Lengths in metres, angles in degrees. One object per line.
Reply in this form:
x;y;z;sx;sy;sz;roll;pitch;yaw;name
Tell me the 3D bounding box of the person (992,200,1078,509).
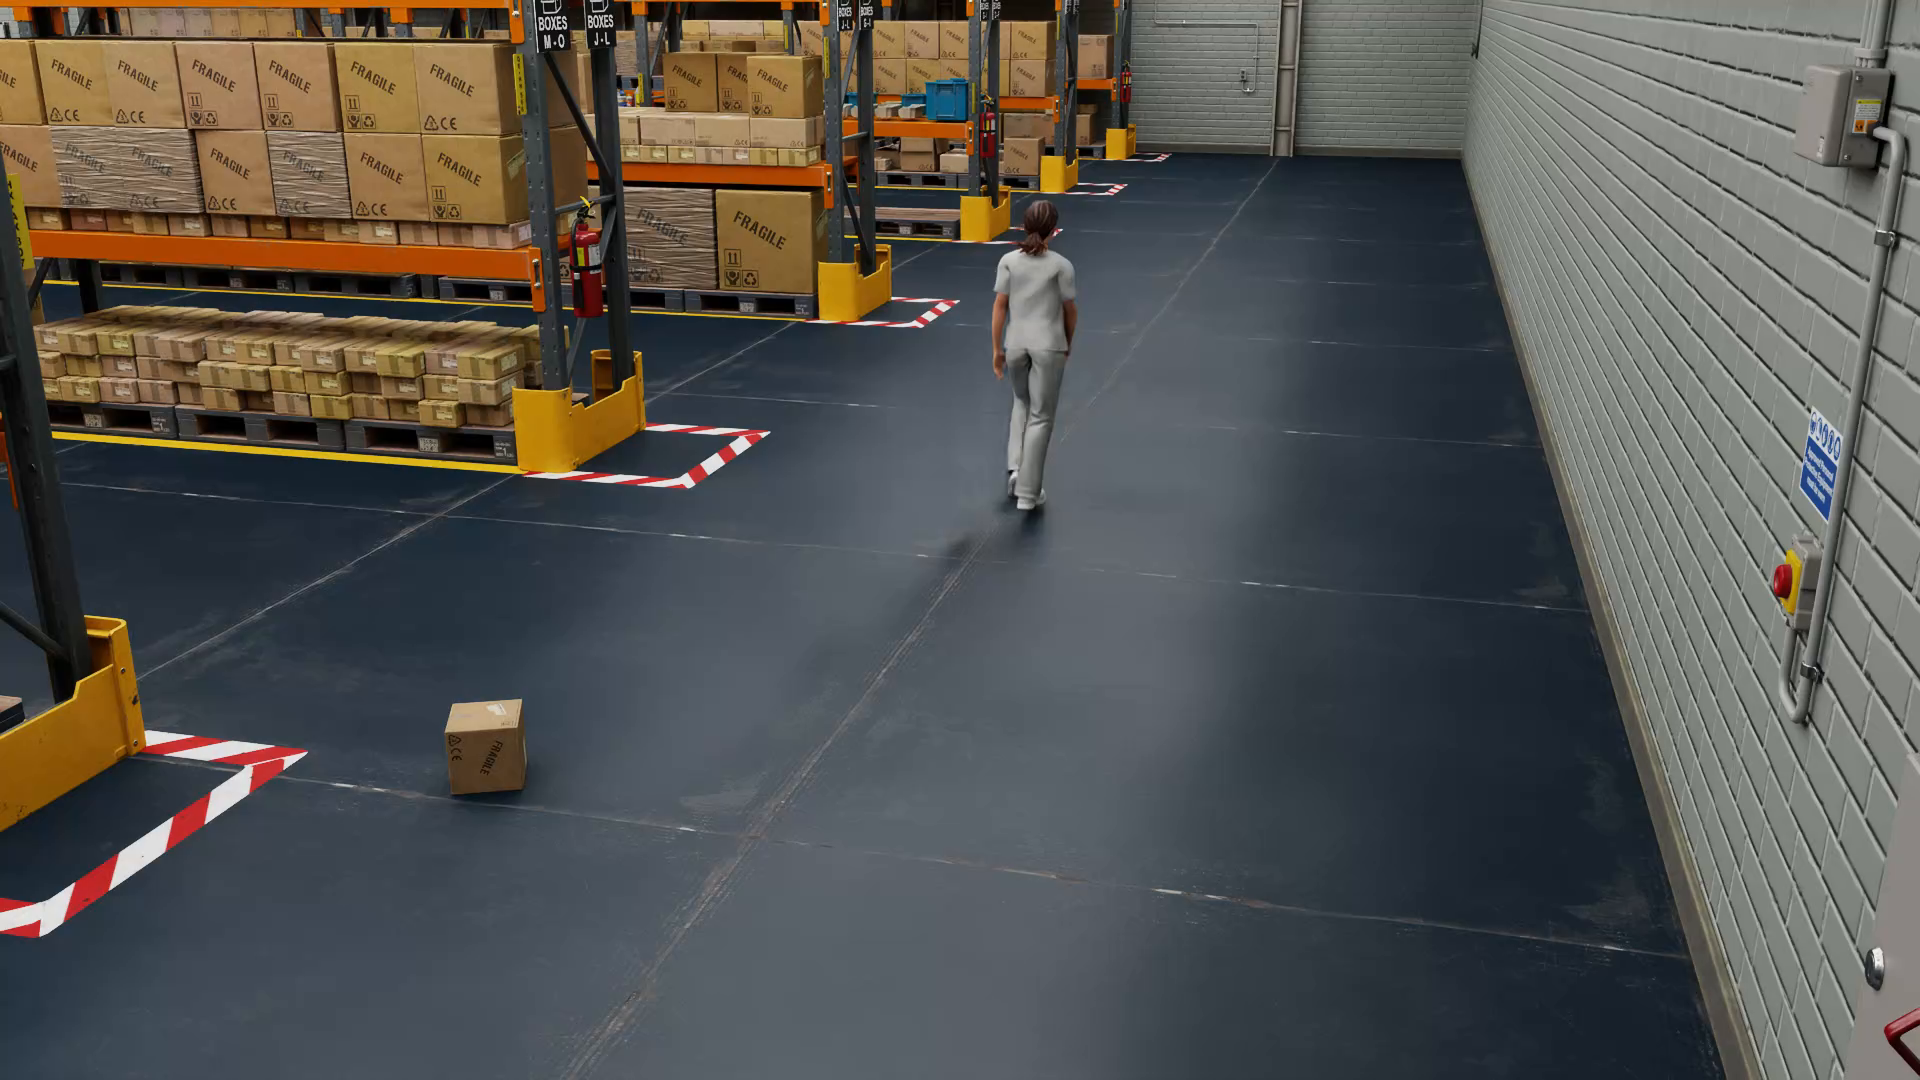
0.411;-0.986;9.061;0.447;1.712;0.544;8;20;23;person
